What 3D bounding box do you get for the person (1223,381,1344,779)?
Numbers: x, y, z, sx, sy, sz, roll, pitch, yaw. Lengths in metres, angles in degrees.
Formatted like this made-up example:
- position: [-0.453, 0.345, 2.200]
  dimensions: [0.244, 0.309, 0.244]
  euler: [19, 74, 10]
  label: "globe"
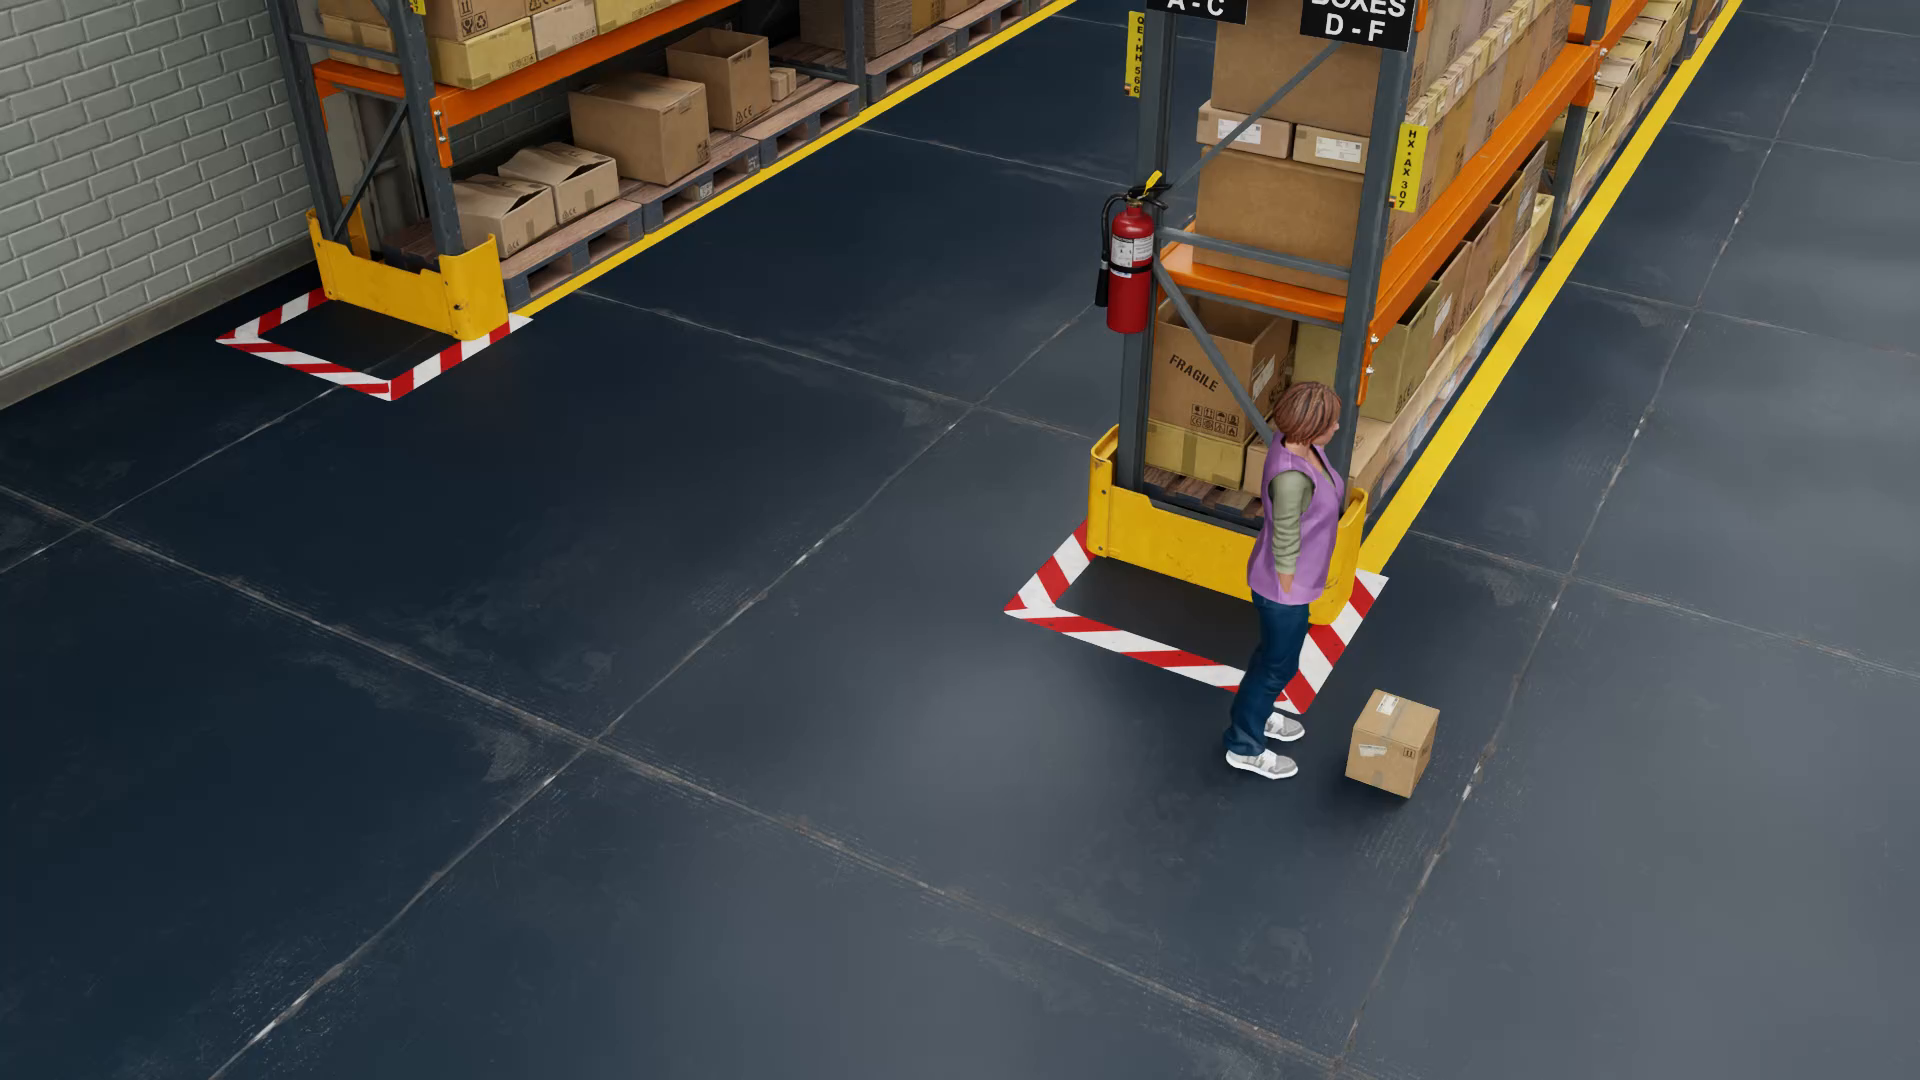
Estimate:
- position: [1.170, 0.138, 5.959]
  dimensions: [0.309, 1.596, 0.407]
  euler: [8, 35, 12]
  label: "person"
